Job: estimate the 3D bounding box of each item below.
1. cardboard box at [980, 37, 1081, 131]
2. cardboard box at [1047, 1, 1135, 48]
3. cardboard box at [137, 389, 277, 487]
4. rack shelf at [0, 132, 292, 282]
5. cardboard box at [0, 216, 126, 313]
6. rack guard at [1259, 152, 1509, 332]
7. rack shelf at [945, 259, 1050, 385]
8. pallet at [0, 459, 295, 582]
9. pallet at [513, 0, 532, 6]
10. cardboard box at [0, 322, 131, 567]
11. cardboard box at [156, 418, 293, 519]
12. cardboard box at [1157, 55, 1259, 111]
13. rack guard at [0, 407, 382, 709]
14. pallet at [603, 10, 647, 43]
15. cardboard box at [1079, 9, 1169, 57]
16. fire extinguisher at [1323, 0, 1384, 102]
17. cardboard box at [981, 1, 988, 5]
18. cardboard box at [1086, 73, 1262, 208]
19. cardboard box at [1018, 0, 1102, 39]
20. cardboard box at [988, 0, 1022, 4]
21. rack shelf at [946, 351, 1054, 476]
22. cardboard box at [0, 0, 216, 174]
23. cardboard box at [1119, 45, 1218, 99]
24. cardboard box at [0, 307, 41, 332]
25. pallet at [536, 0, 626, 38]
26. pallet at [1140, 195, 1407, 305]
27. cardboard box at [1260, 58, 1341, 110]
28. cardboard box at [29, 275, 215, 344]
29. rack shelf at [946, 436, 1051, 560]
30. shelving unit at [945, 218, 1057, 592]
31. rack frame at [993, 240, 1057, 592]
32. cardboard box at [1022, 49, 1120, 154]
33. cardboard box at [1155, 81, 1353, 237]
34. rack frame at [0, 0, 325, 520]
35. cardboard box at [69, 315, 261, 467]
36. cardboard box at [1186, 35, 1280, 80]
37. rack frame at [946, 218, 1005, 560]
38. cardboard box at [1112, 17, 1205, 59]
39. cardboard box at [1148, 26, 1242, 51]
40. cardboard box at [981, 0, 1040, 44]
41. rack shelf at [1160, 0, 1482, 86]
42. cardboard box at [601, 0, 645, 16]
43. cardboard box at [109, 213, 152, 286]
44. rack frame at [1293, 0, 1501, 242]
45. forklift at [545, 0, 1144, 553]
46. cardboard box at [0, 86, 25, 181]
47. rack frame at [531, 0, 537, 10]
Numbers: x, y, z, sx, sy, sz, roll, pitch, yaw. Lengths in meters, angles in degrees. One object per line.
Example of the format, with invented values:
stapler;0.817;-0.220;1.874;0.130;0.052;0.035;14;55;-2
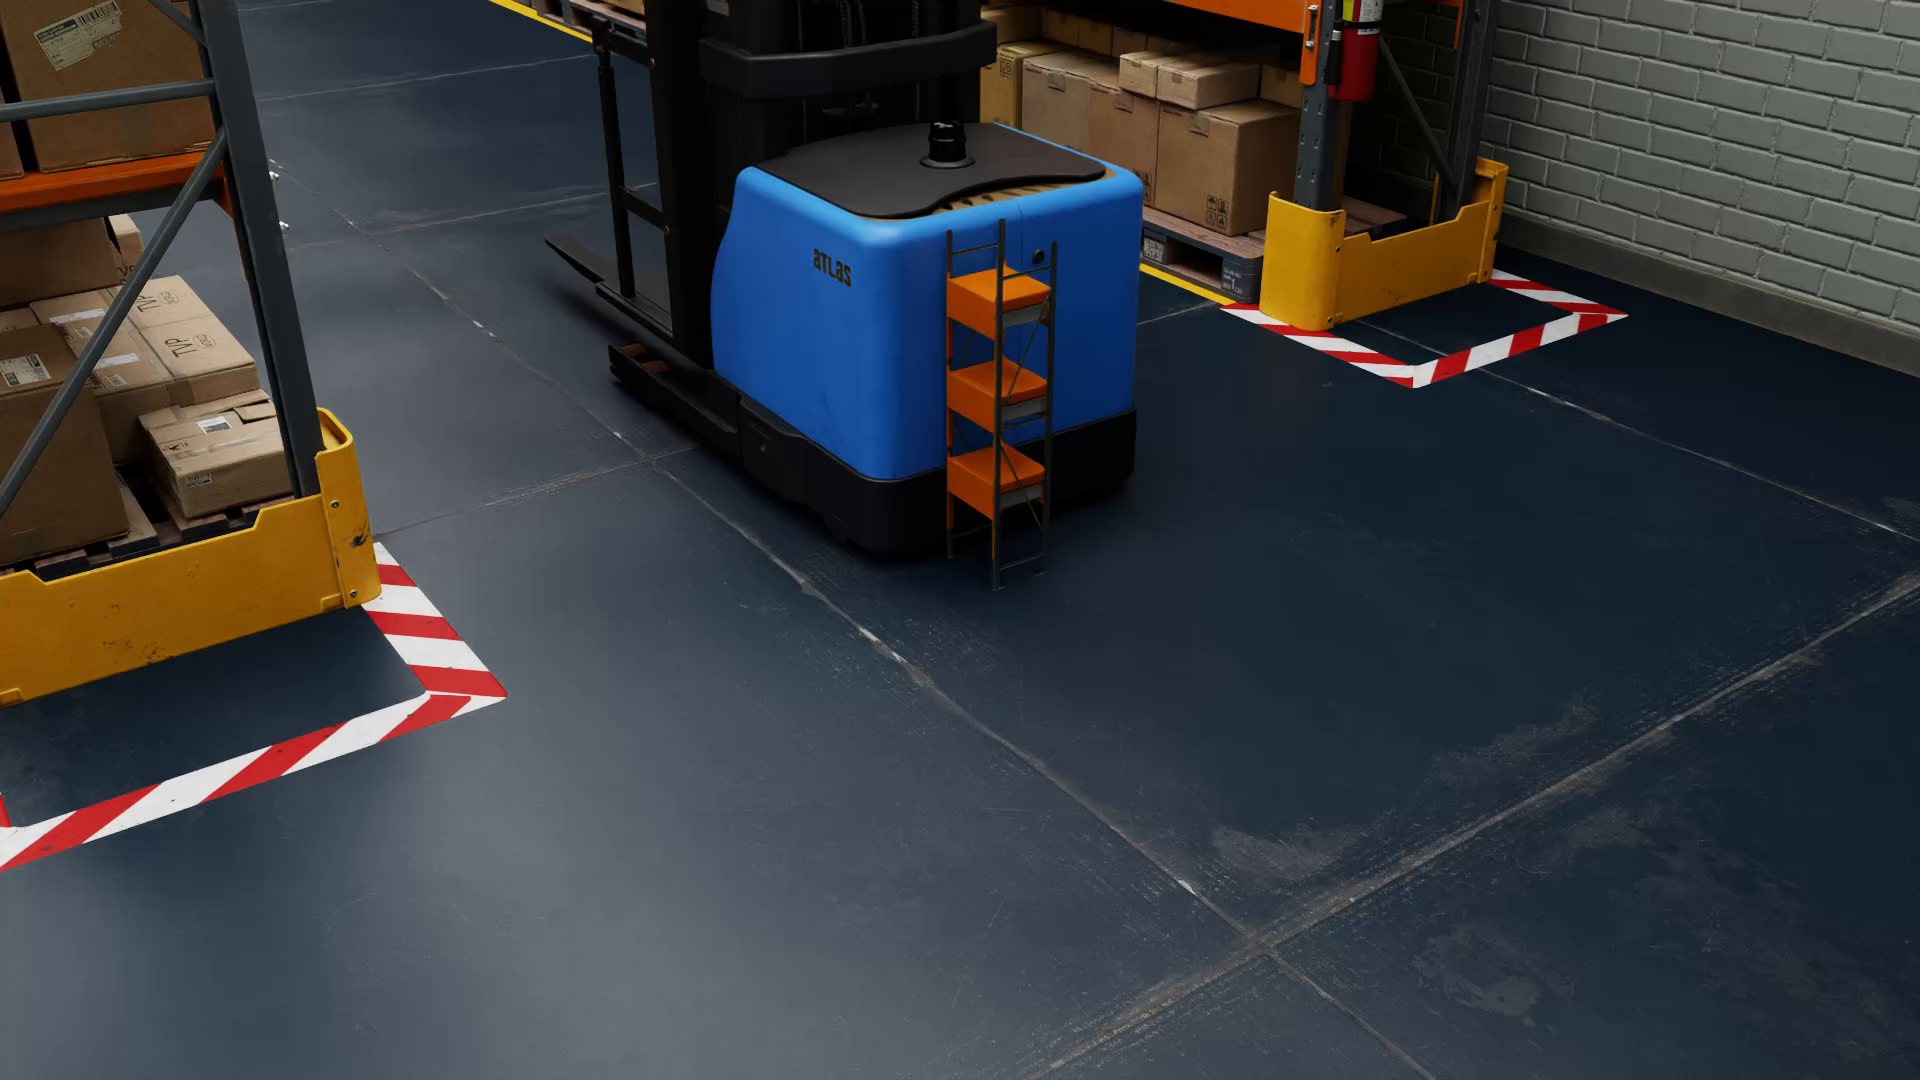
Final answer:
cardboard box;0.416;-2.325;8.566;0.700;0.500;0.500;-18;33;-30
cardboard box;0.666;-2.612;8.416;0.380;0.149;0.250;-19;34;-31
cardboard box;-2.339;-0.330;5.222;0.380;0.166;0.250;-19;34;-31
rack shelf;-3.392;-1.488;5.600;1.077;0.370;4.000;-19;34;-31
cardboard box;-3.458;-0.949;6.008;0.797;0.503;0.637;-19;34;-31
rack guard;1.815;-1.291;7.104;1.175;0.500;0.348;-19;34;-31
rack shelf;0.114;-0.621;4.722;0.215;0.259;0.240;-18;33;-30
pallet;-2.739;-0.140;5.287;1.003;0.211;1.213;-19;34;-31
pallet;-3.291;-4.588;13.476;1.003;0.211;1.213;-19;34;-31
cardboard box;-2.748;-0.264;4.752;0.500;0.500;0.500;-19;34;-31
cardboard box;-2.194;-0.225;5.047;0.380;0.149;0.250;-19;34;-31
cardboard box;1.091;-2.014;7.315;0.380;0.149;0.250;-19;34;-31
rack guard;-2.276;0.043;4.647;1.175;0.500;0.348;-19;34;-31
pallet;-1.740;-3.482;11.441;1.003;0.211;1.213;-19;34;-31
cardboard box;0.813;-2.514;8.235;0.380;0.149;0.250;-18;33;-30
fire extinguisher;1.513;-2.015;6.288;0.296;0.674;0.183;-19;34;-31
cardboard box;-0.168;-2.721;9.296;0.700;0.500;0.500;-18;33;-30
cardboard box;1.024;-1.924;7.829;0.700;0.500;0.500;-19;34;-31
cardboard box;0.516;-2.712;8.601;0.380;0.149;0.250;-18;33;-30
cardboard box;0.370;-2.811;8.782;0.380;0.149;0.250;-20;34;-32
rack shelf;0.114;-0.372;4.857;0.215;0.259;0.240;-18;33;-30
cardboard box;-2.274;-1.316;4.425;0.500;0.500;0.500;-18;33;-30
cardboard box;0.942;-2.113;7.497;0.380;0.149;0.250;-18;33;-29
cardboard box;-3.274;-0.532;5.507;0.500;0.250;0.500;-19;34;-31
pallet;-2.443;-3.956;12.314;1.003;0.211;1.213;-19;34;-31
pallet;1.274;-1.463;7.722;1.003;0.211;1.213;-19;34;-31
cardboard box;1.549;-2.021;7.328;0.380;0.149;0.250;-19;34;-30
cardboard box;-2.896;-0.690;5.797;0.500;0.250;0.500;-19;34;-31
rack shelf;0.114;-0.128;4.990;0.215;0.259;0.240;-18;33;-30
shelving unit;0.114;-0.381;4.852;0.215;1.050;0.252;-18;33;-30
rack frame;0.183;-0.333;4.764;0.200;1.050;0.008;-18;33;-30
cardboard box;0.731;-2.119;8.188;0.700;0.500;0.500;-20;34;-32
cardboard box;1.314;-1.729;7.471;0.700;0.500;0.500;-19;34;-31
rack frame;-2.232;-1.026;3.996;1.000;3.000;0.127;-19;34;-31
cardboard box;-2.606;-0.495;5.439;0.500;0.250;0.500;-19;34;-31
cardboard box;1.255;-2.218;7.690;0.380;0.149;0.250;-19;34;-31
rack frame;0.045;-0.429;4.940;0.200;1.050;0.008;-18;33;-30
cardboard box;0.962;-2.414;8.052;0.380;0.149;0.250;-18;33;-30
cardboard box;1.110;-2.315;7.870;0.380;0.149;0.250;-18;34;-30
cardboard box;0.184;-2.619;8.430;0.380;0.149;0.250;-20;34;-32
rack shelf;0.641;-2.860;8.128;1.077;0.370;4.000;-19;34;-31
cardboard box;-2.016;-4.084;11.440;0.750;0.750;0.750;-19;34;-31
cardboard box;-3.555;-1.158;6.596;0.500;0.311;0.500;-19;34;-31
rack frame;1.801;-2.399;6.524;1.000;3.000;0.127;-19;34;-31
forklift;-0.670;-1.903;5.683;1.130;2.935;3.031;-18;33;-30
cardboard box;-2.713;-1.169;4.154;0.500;0.500;0.500;-18;33;-29
rack frame;-2.839;-5.509;12.251;1.000;3.000;0.127;-19;34;-31
